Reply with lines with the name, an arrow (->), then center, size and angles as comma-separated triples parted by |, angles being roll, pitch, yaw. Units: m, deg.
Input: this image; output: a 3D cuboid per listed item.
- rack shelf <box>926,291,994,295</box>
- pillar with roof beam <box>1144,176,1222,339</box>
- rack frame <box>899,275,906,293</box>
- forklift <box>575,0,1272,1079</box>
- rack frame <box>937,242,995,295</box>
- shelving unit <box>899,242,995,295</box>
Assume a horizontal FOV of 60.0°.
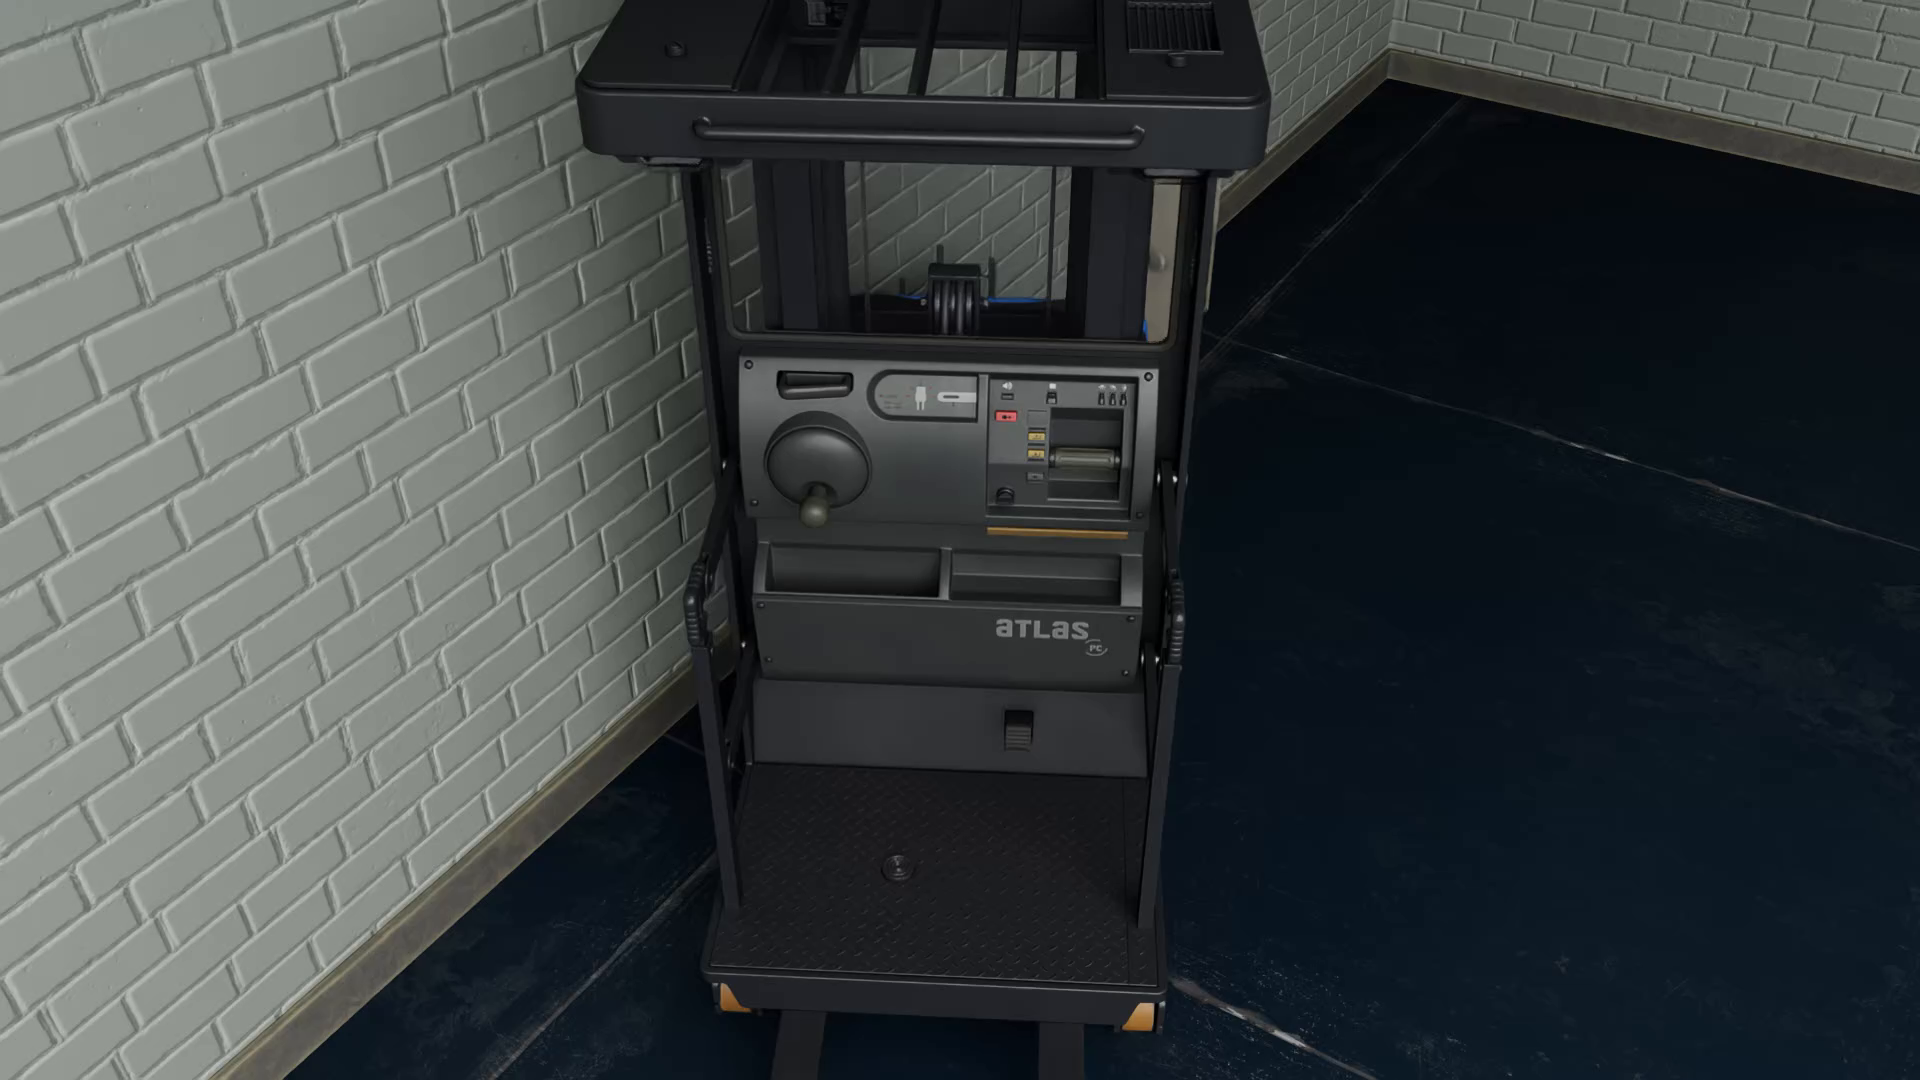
rack shelf -> -0.039, -0.645, 5.280 | 0.215, 0.259, 0.240 | 18, 41, 21
pillar with roof beam -> 4.451, -3.083, 2.378 | 9.100, 9.000, 0.400 | 21, 42, 25
rack frame -> -0.095, -0.363, 5.361 | 0.200, 1.050, 0.008 | 18, 41, 21
forklift -> -0.039, -0.145, 3.537 | 1.130, 2.935, 3.031 | 2, 38, 3
rack frame -> 0.018, -0.495, 5.532 | 0.200, 1.050, 0.008 | 18, 41, 21
shelving unit -> -0.039, -0.429, 5.446 | 0.215, 1.050, 0.252 | 18, 41, 21
